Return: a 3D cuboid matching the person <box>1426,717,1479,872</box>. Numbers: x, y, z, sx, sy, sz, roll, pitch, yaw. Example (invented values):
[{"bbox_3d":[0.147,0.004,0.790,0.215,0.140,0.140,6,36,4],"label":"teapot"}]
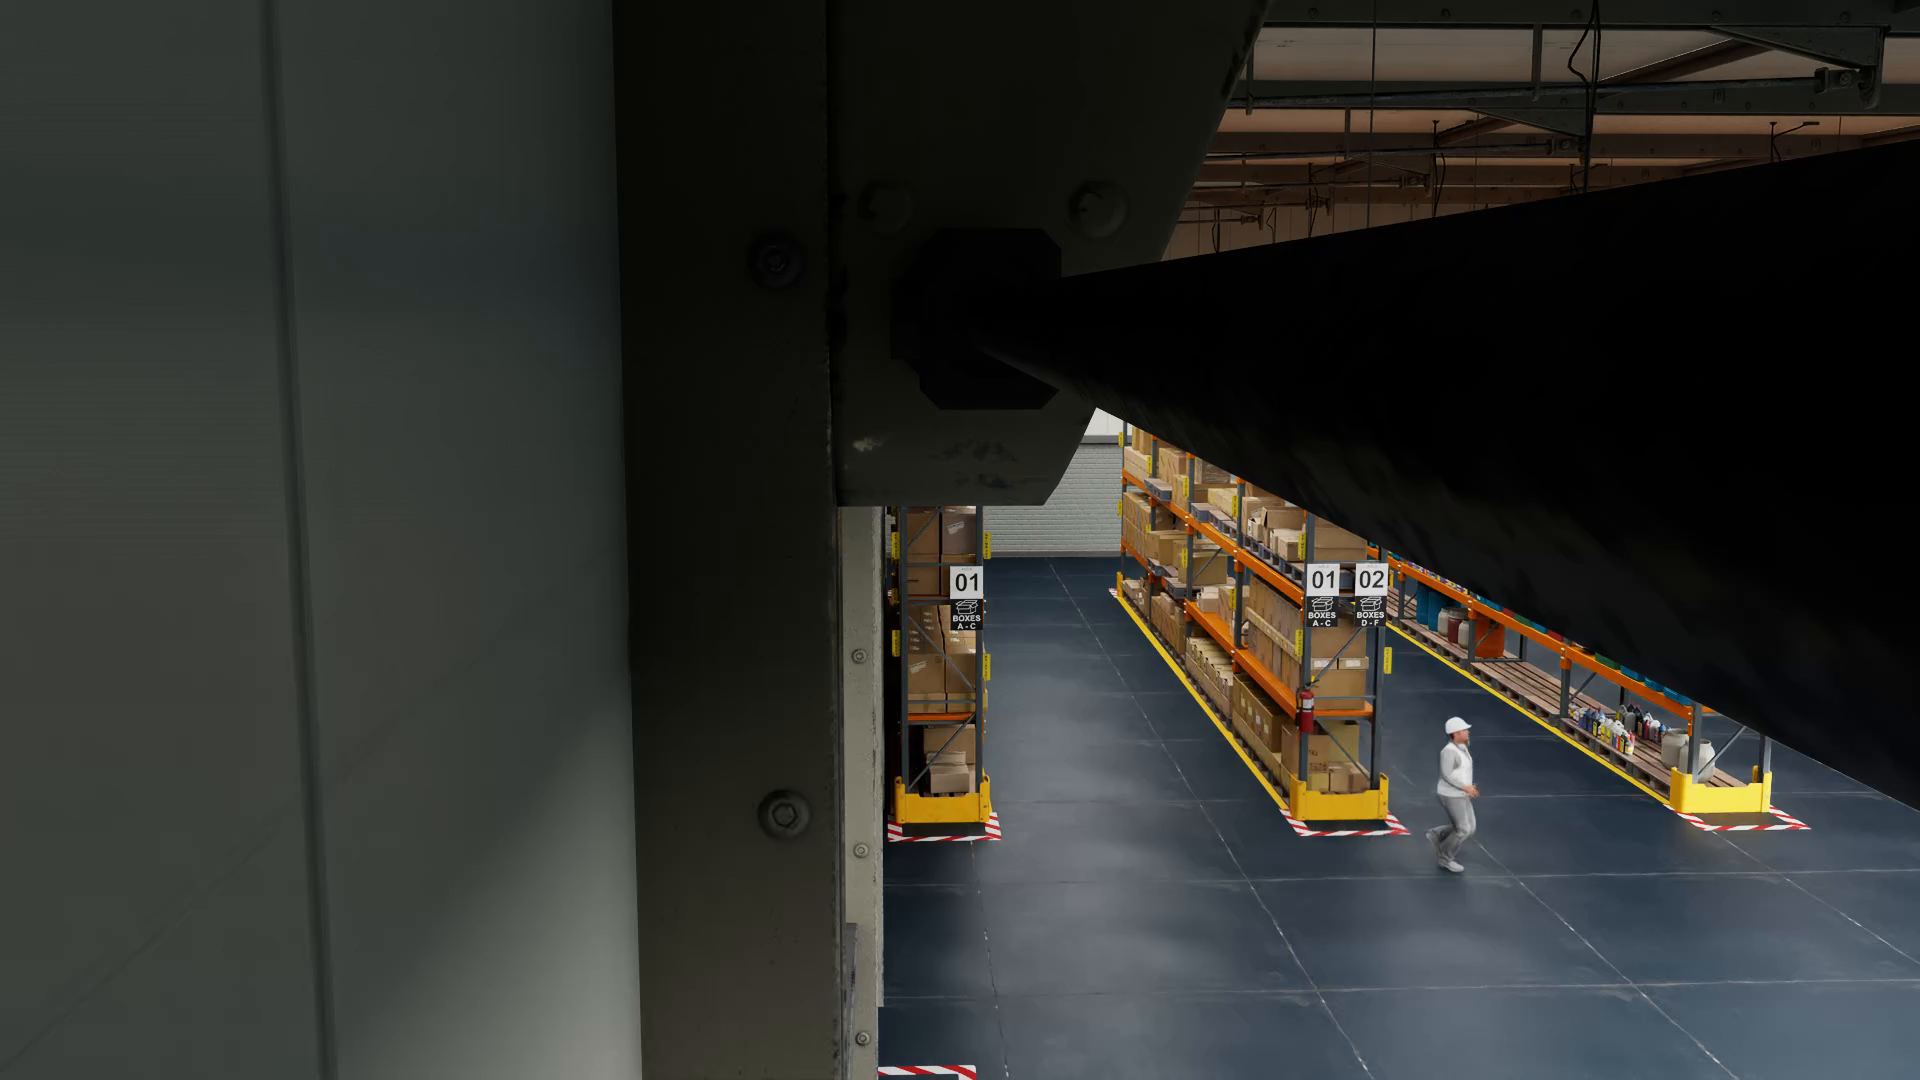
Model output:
[{"bbox_3d":[5.574,2.852,18.770,0.611,1.743,0.698,4,9,28],"label":"person"}]
